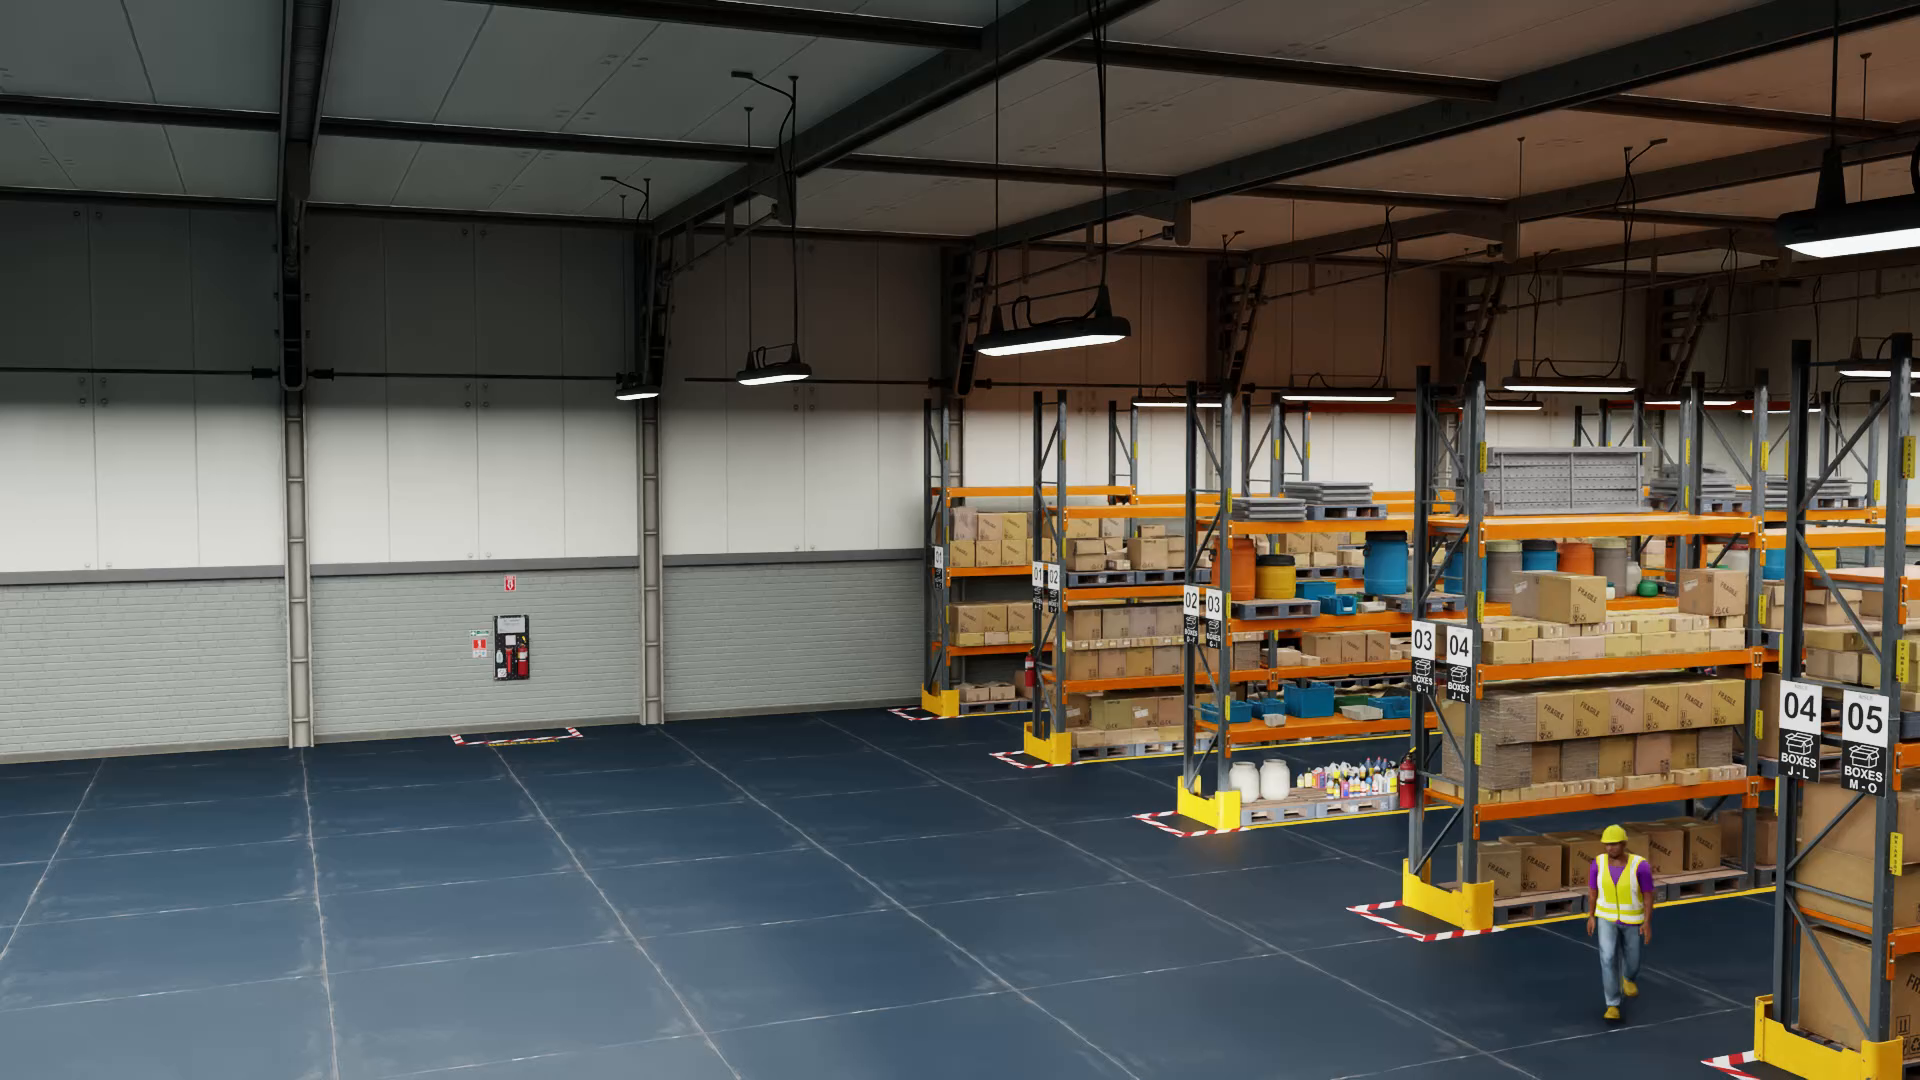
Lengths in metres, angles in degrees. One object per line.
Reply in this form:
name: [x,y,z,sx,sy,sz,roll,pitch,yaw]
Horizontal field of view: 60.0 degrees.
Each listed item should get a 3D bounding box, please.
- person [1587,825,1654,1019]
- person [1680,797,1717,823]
person: [5.996,3.437,15.115,0.582,1.681,0.967,2,4,28]
person: [9.584,3.059,21.532,0.709,1.683,0.717,-1,3,-12]
